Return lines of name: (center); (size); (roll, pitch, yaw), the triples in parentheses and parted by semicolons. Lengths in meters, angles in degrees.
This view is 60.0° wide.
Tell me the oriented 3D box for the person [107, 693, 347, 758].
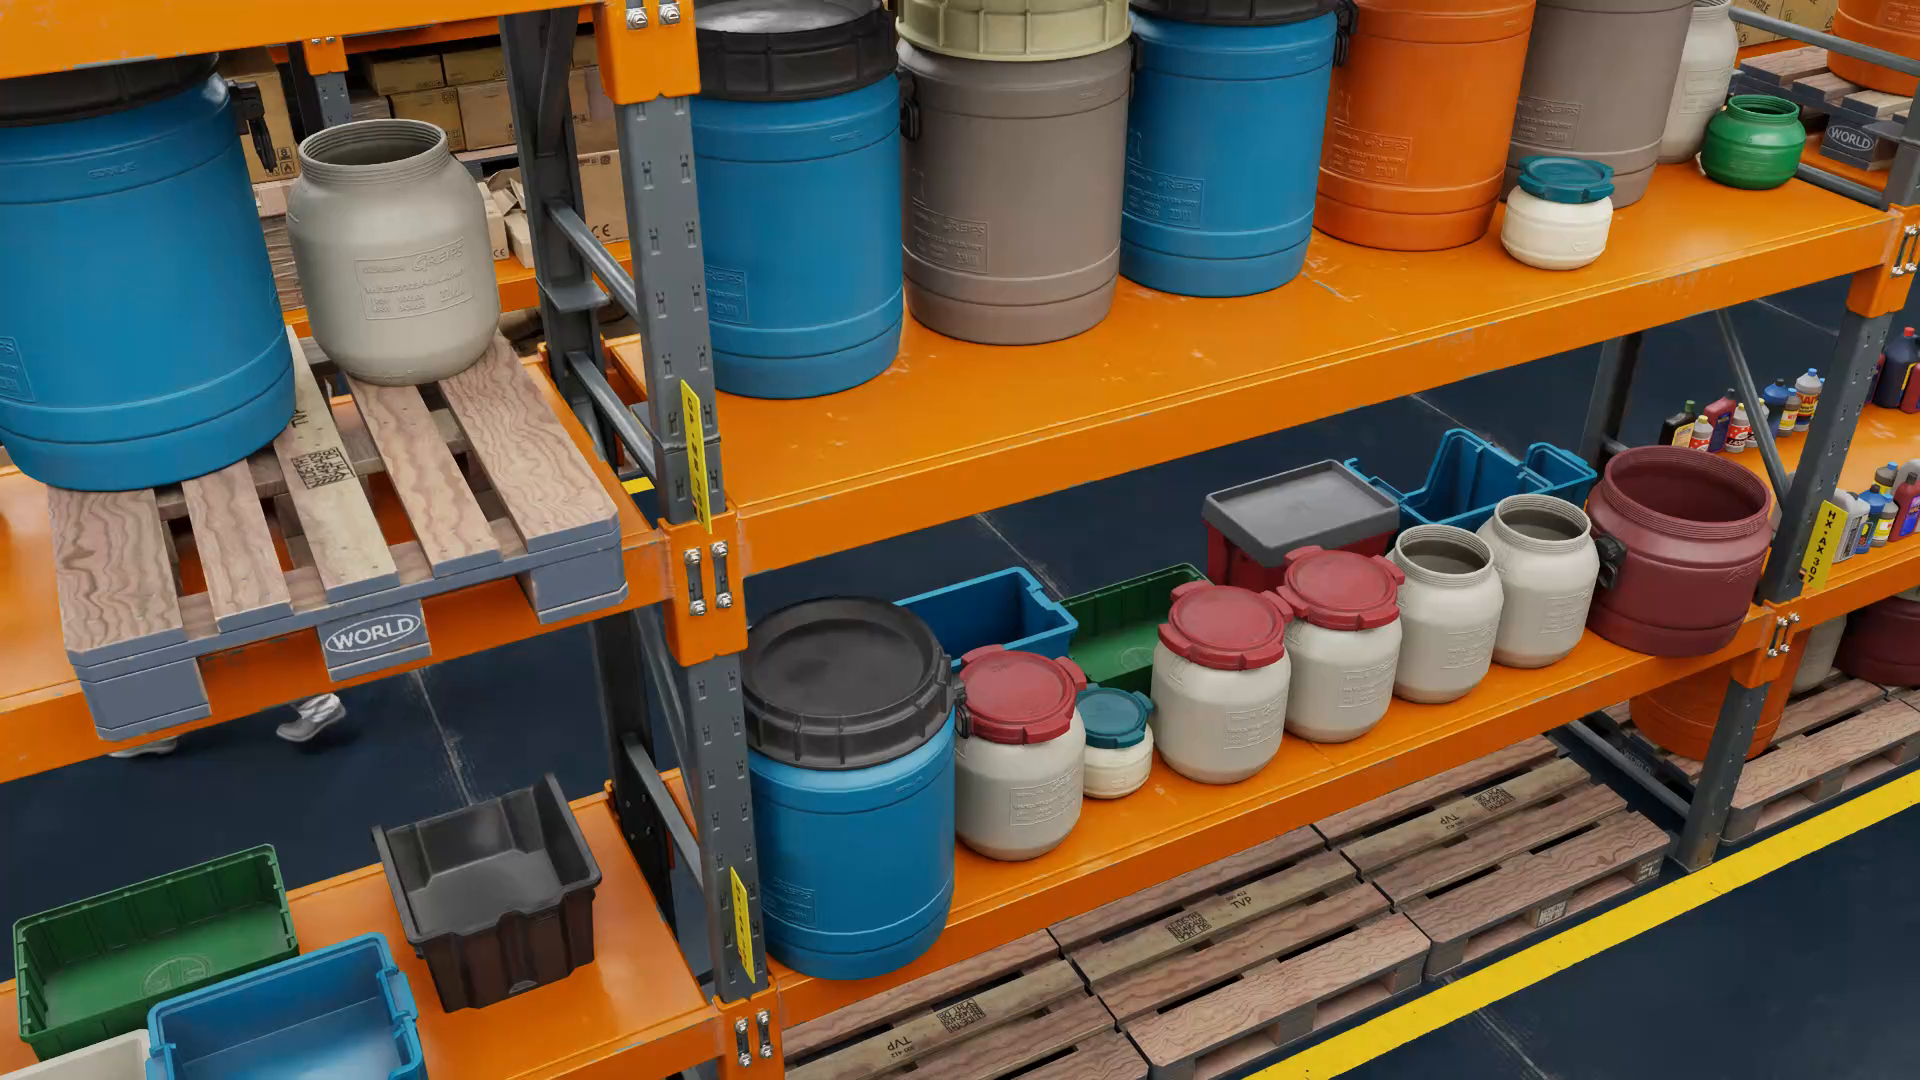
person: (-3.209, 0.183, 6.836); (1.020, 1.751, 0.533); (-12, 35, -17)
